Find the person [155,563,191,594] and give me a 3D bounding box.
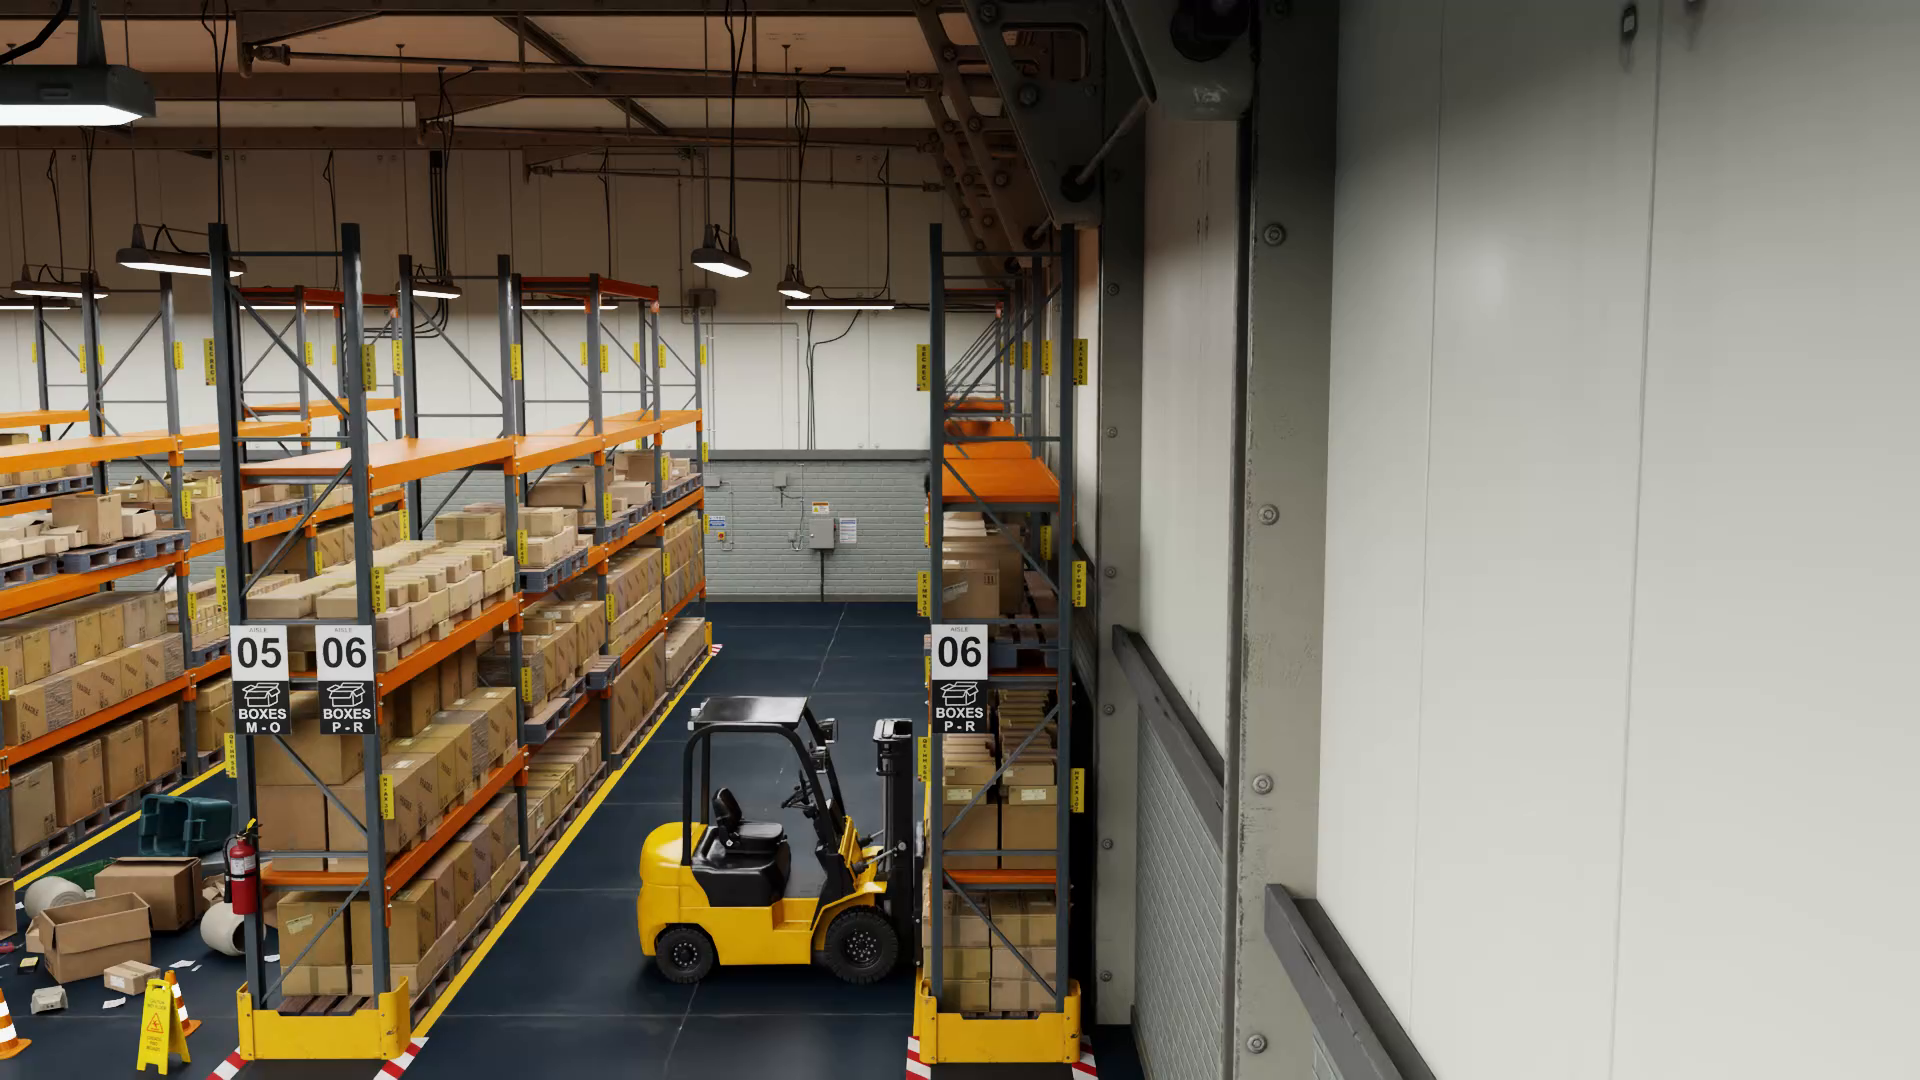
[{"bbox_3d":[-13.039,1.134,27.659,0.592,1.656,0.490,-4,8,-32],"label":"person"}]
